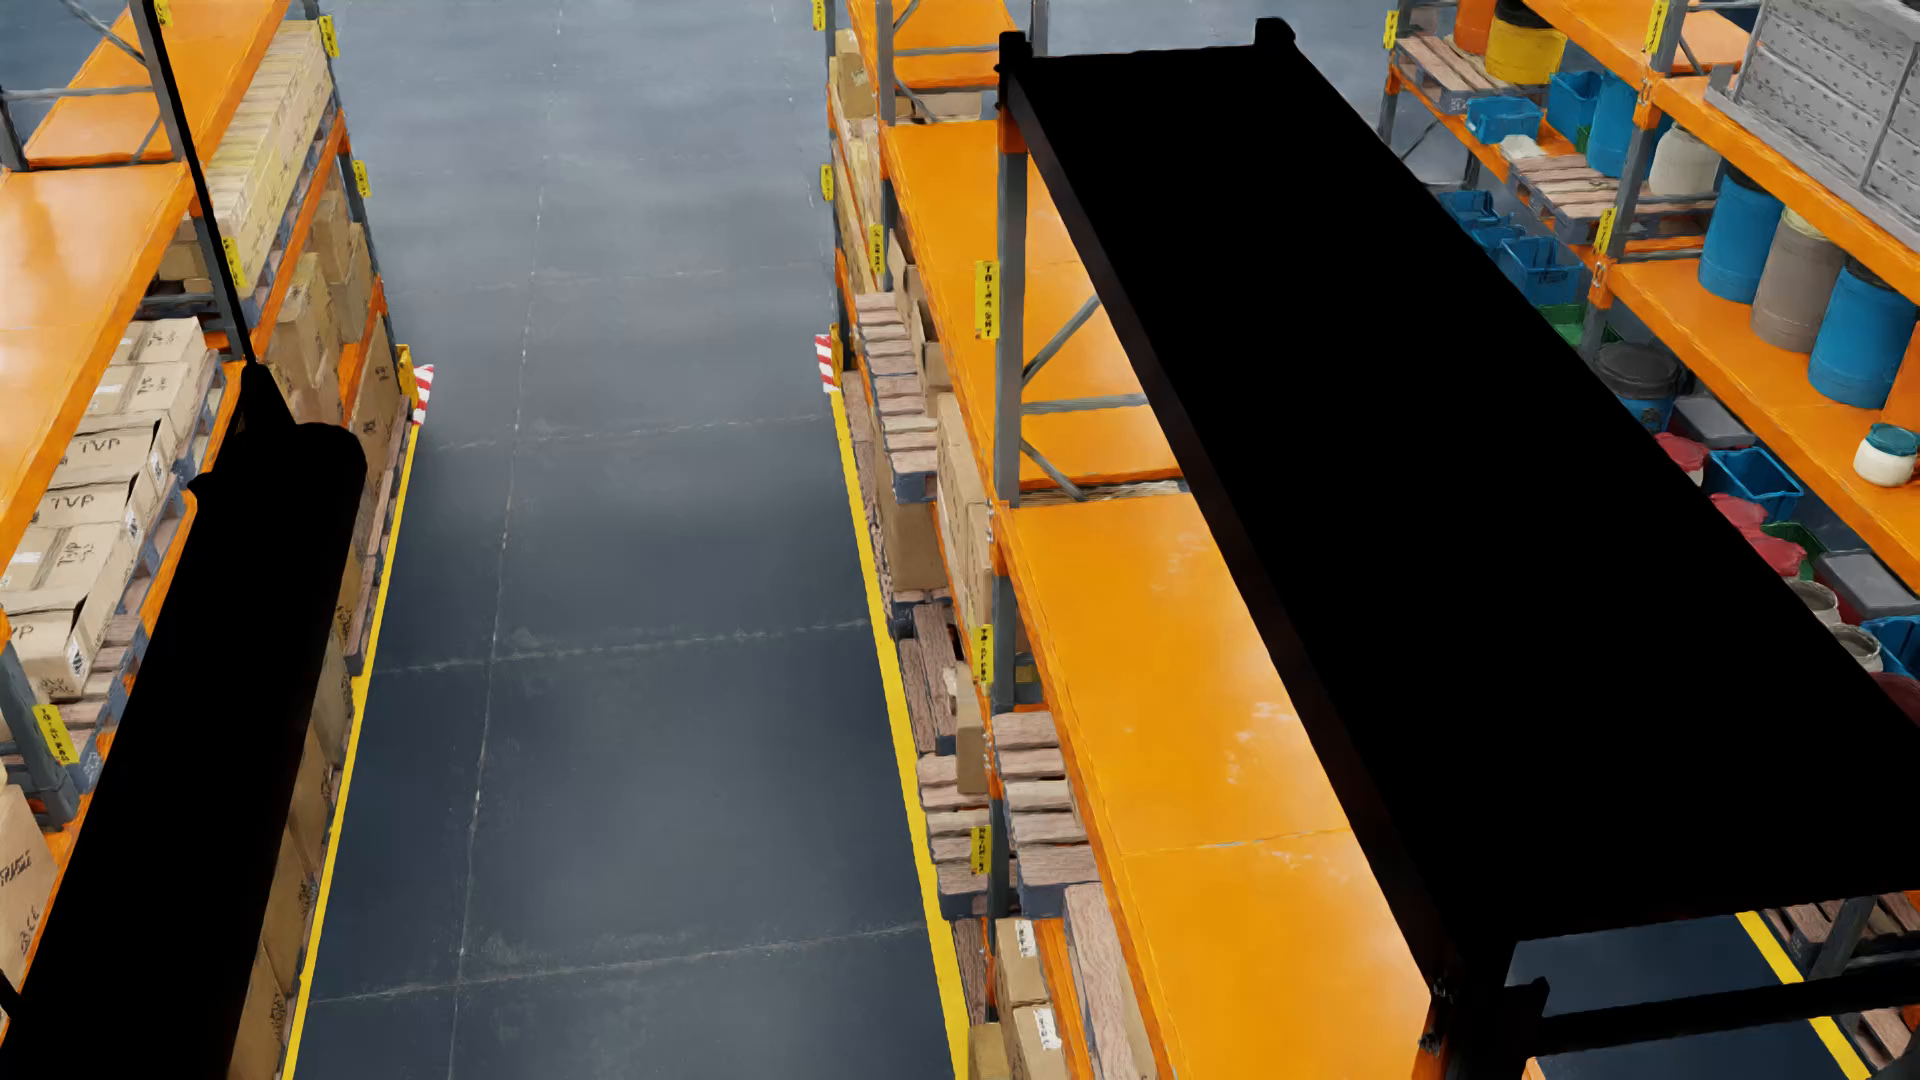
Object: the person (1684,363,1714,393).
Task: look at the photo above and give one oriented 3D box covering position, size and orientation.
[{"bbox_3d":[6.413,-1.439,14.060,0.580,1.619,0.507,-7,37,-9],"label":"person"}]
